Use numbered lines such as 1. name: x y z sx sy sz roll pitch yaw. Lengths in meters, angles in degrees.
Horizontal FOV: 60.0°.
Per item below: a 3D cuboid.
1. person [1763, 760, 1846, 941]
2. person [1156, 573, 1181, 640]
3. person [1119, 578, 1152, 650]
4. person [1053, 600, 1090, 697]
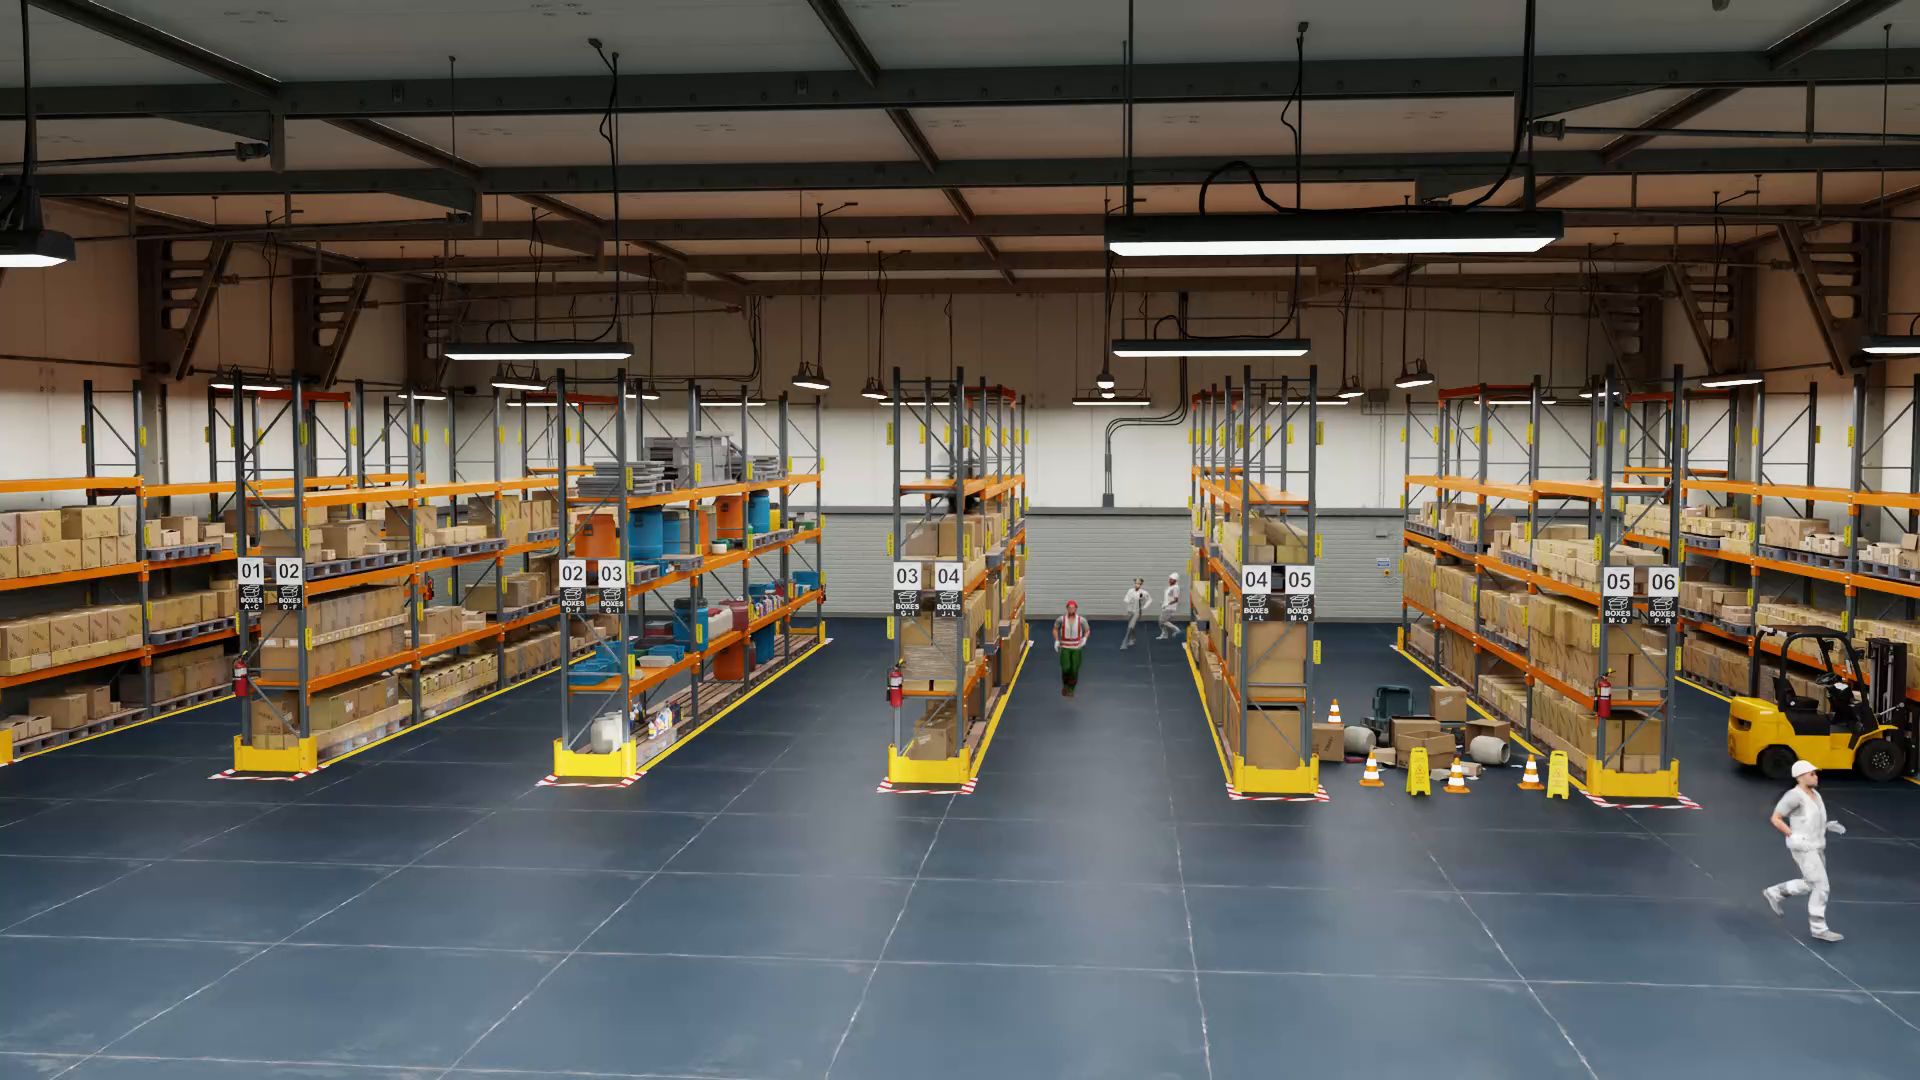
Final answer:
1. person: 8.462 3.087 16.692 0.668 1.758 0.849 -3 5 -38
2. person: 5.105 1.640 40.717 0.629 1.691 0.759 0 4 8
3. person: 4.169 1.730 39.285 0.627 1.700 0.805 2 4 34
4. person: 2.024 1.969 30.028 0.668 1.768 0.551 0 4 1
